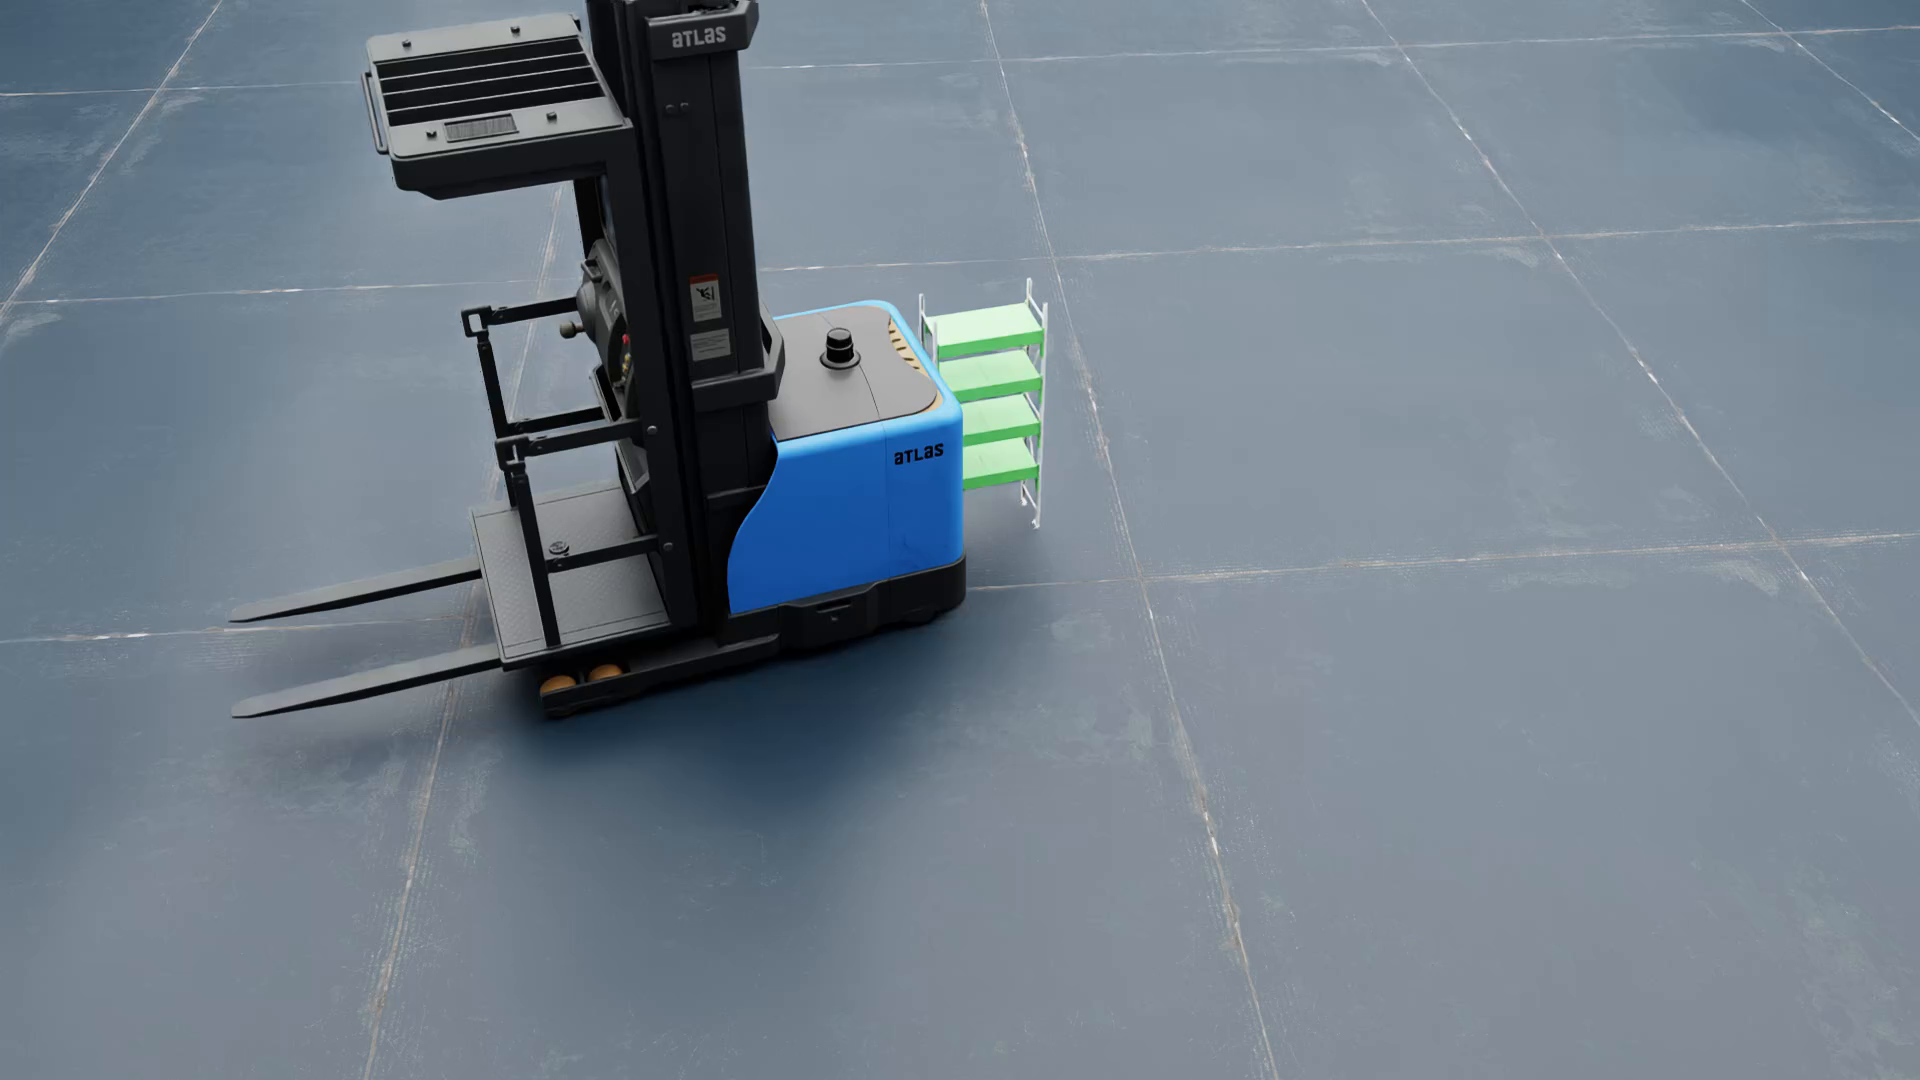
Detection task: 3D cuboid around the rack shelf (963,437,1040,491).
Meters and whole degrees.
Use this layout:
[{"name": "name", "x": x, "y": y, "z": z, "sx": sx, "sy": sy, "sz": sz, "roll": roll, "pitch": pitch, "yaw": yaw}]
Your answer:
[{"name": "rack shelf", "x": 0.099, "y": -0.319, "z": 7.676, "sx": 0.480, "sy": 0.148, "sz": 0.258, "roll": -10, "pitch": 39, "yaw": -13}]

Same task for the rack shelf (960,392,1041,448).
[{"name": "rack shelf", "x": 0.099, "y": -0.507, "z": 7.527, "sx": 0.480, "sy": 0.148, "sz": 0.258, "roll": -10, "pitch": 39, "yaw": -13}]

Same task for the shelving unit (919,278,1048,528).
[{"name": "shelving unit", "x": 0.099, "y": -0.557, "z": 7.488, "sx": 0.503, "sy": 1.200, "sz": 0.258, "roll": -10, "pitch": 39, "yaw": -13}]

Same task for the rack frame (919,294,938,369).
[{"name": "rack frame", "x": -0.135, "y": -0.515, "z": 7.434, "sx": 0.015, "sy": 1.200, "sz": 0.240, "roll": -10, "pitch": 39, "yaw": -13}]

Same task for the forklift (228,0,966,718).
[{"name": "forklift", "x": -1.546, "y": -0.799, "z": 6.396, "sx": 3.031, "sy": 2.935, "sz": 1.130, "roll": -13, "pitch": 40, "yaw": -16}]

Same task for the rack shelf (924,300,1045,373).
[{"name": "rack shelf", "x": 0.099, "y": -0.884, "z": 7.230, "sx": 0.480, "sy": 0.148, "sz": 0.258, "roll": -10, "pitch": 39, "yaw": -13}]

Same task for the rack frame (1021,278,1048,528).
[{"name": "rack frame", "x": 0.333, "y": -0.600, "z": 7.541, "sx": 0.015, "sy": 1.200, "sz": 0.240, "roll": -10, "pitch": 39, "yaw": -13}]

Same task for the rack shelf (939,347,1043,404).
[{"name": "rack shelf", "x": 0.099, "y": -0.696, "z": 7.379, "sx": 0.480, "sy": 0.148, "sz": 0.258, "roll": -10, "pitch": 39, "yaw": -13}]
